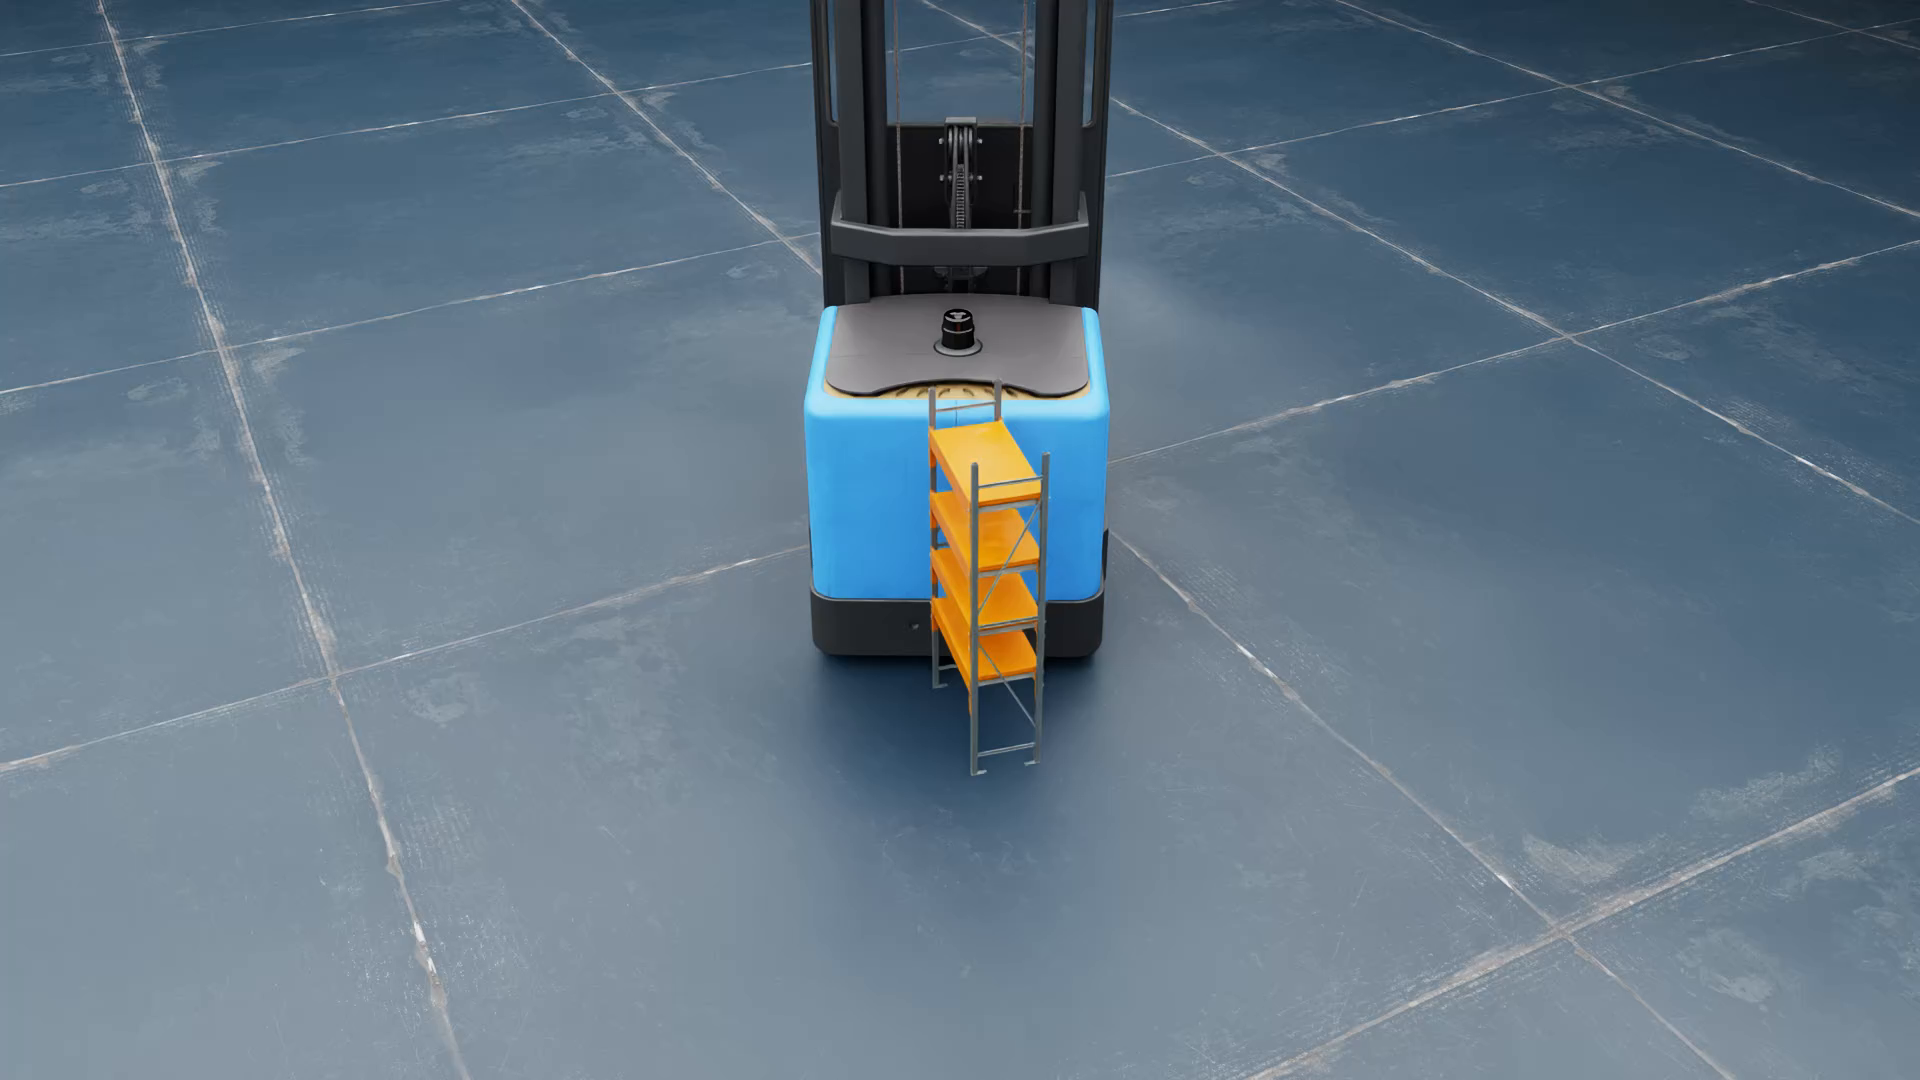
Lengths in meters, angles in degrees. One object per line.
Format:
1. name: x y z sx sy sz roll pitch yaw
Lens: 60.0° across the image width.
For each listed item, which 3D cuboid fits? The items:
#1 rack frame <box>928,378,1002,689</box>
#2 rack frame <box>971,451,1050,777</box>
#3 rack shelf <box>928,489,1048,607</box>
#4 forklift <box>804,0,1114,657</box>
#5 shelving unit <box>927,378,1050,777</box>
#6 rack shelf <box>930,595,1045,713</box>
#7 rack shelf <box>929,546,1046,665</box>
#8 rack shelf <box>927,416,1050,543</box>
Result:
1. rack frame: 0.018 0.006 5.621 0.240 1.200 0.015 -9 34 -13
2. rack frame: 0.151 0.262 5.228 0.240 1.200 0.015 -9 34 -13
3. rack shelf: 0.084 0.003 5.339 0.258 0.148 0.480 -9 34 -13
4. forklift: 0.009 -1.573 6.488 1.130 2.935 3.031 0 33 1
5. shelving unit: 0.084 0.134 5.424 0.258 1.200 0.503 -9 34 -13
6. rack shelf: 0.085 0.357 5.569 0.258 0.148 0.480 -9 34 -13
7. rack shelf: 0.085 0.190 5.461 0.258 0.148 0.480 -9 34 -13
8. rack shelf: 0.083 -0.195 5.210 0.258 0.148 0.480 -9 34 -13
